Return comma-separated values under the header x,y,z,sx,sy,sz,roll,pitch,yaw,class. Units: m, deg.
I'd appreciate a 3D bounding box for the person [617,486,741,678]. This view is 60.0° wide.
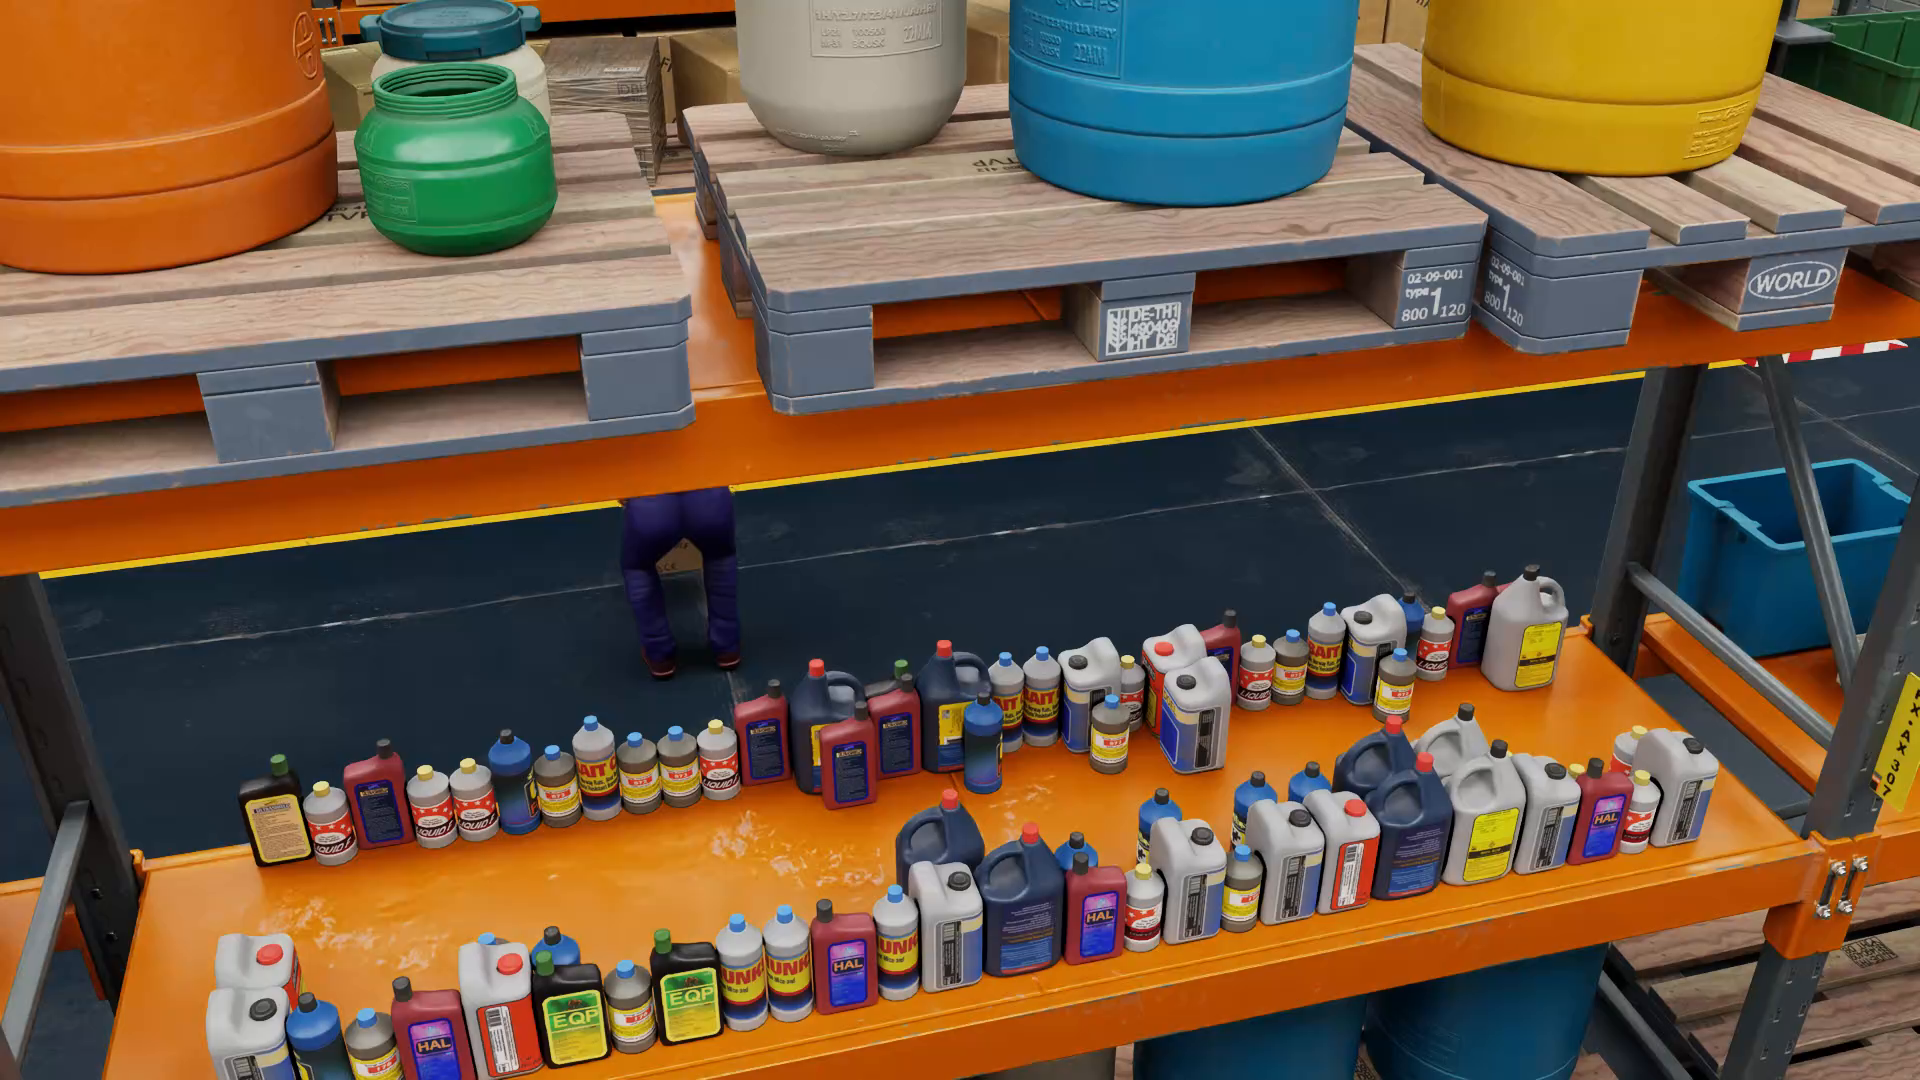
x,y,z,sx,sy,sz,roll,pitch,yaw,class
-1.152,-0.159,6.564,0.522,1.510,0.529,-7,31,-12,person
